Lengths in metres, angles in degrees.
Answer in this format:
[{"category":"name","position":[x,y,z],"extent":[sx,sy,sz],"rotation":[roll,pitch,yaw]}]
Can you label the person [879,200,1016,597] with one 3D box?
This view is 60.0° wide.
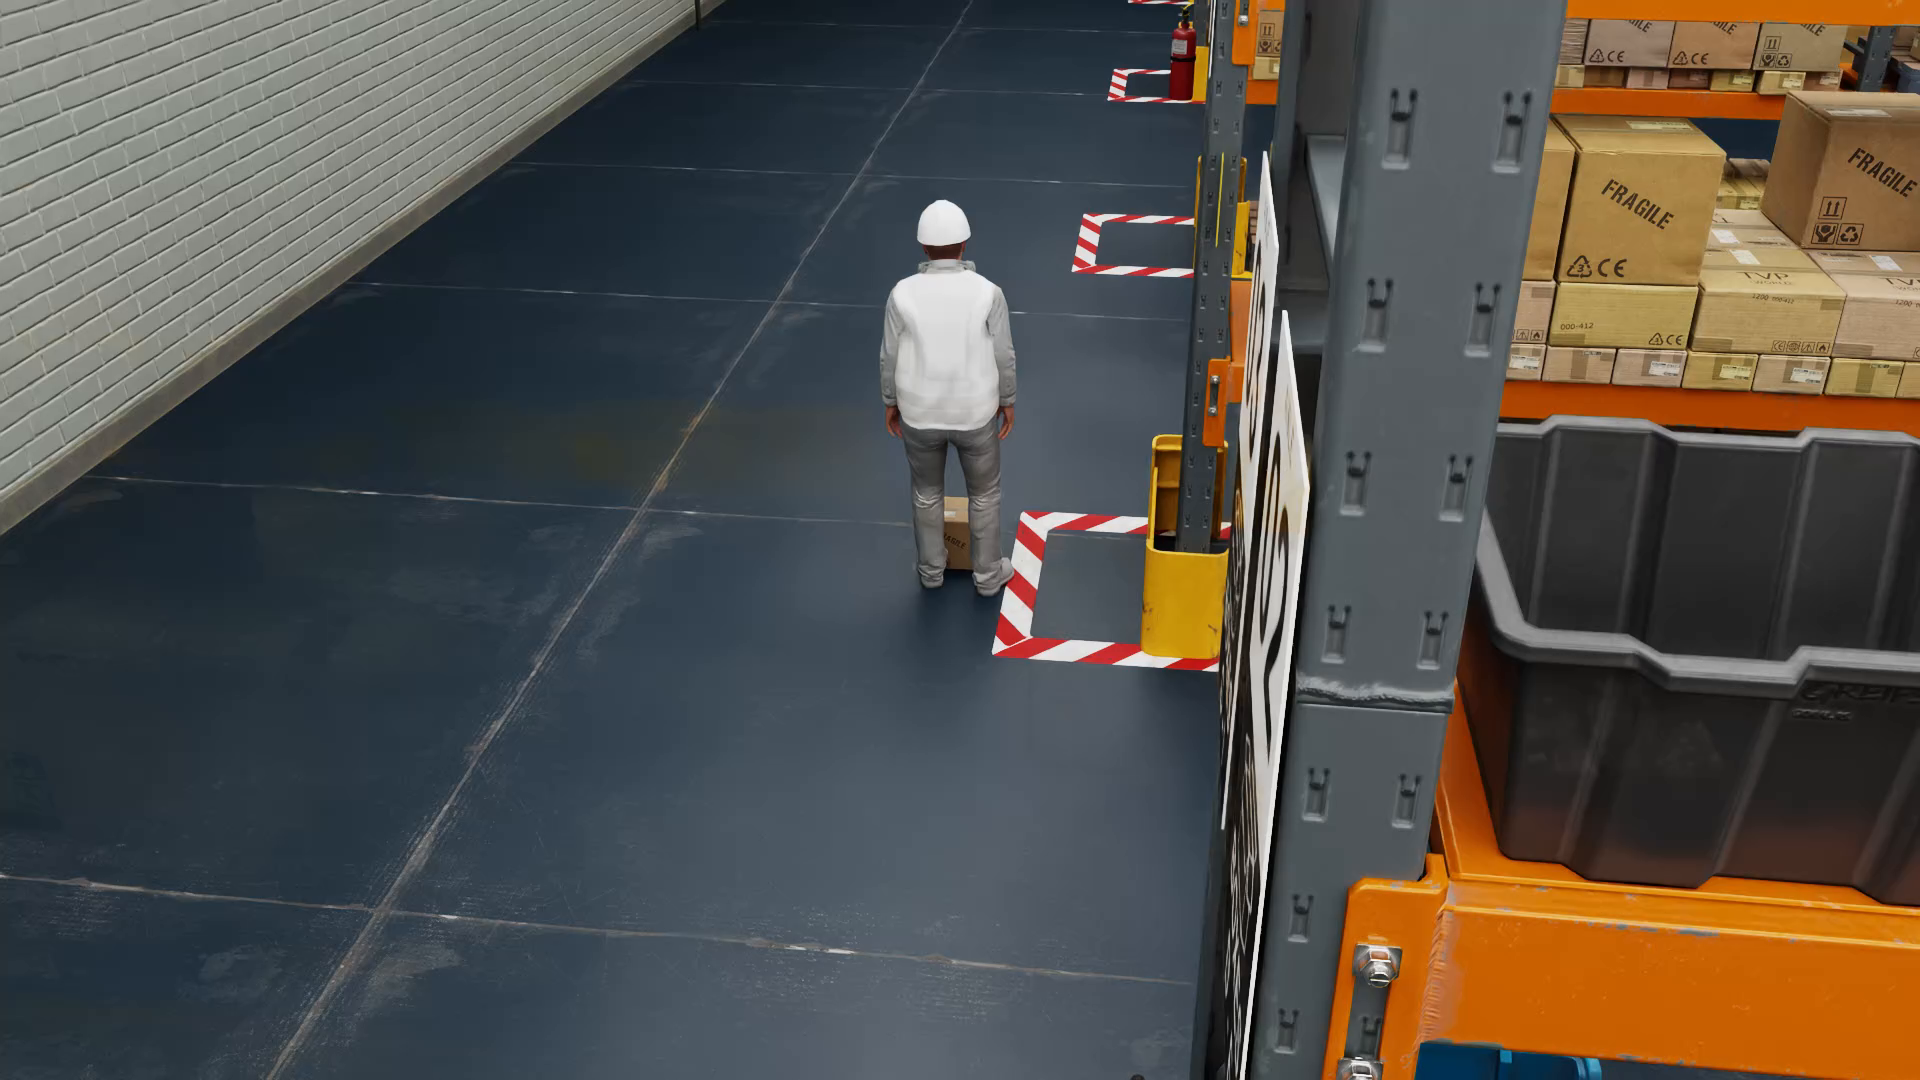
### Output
[{"category":"person","position":[-0.046,-0.582,7.181],"extent":[0.586,1.770,0.476],"rotation":[2,28,3]}]
